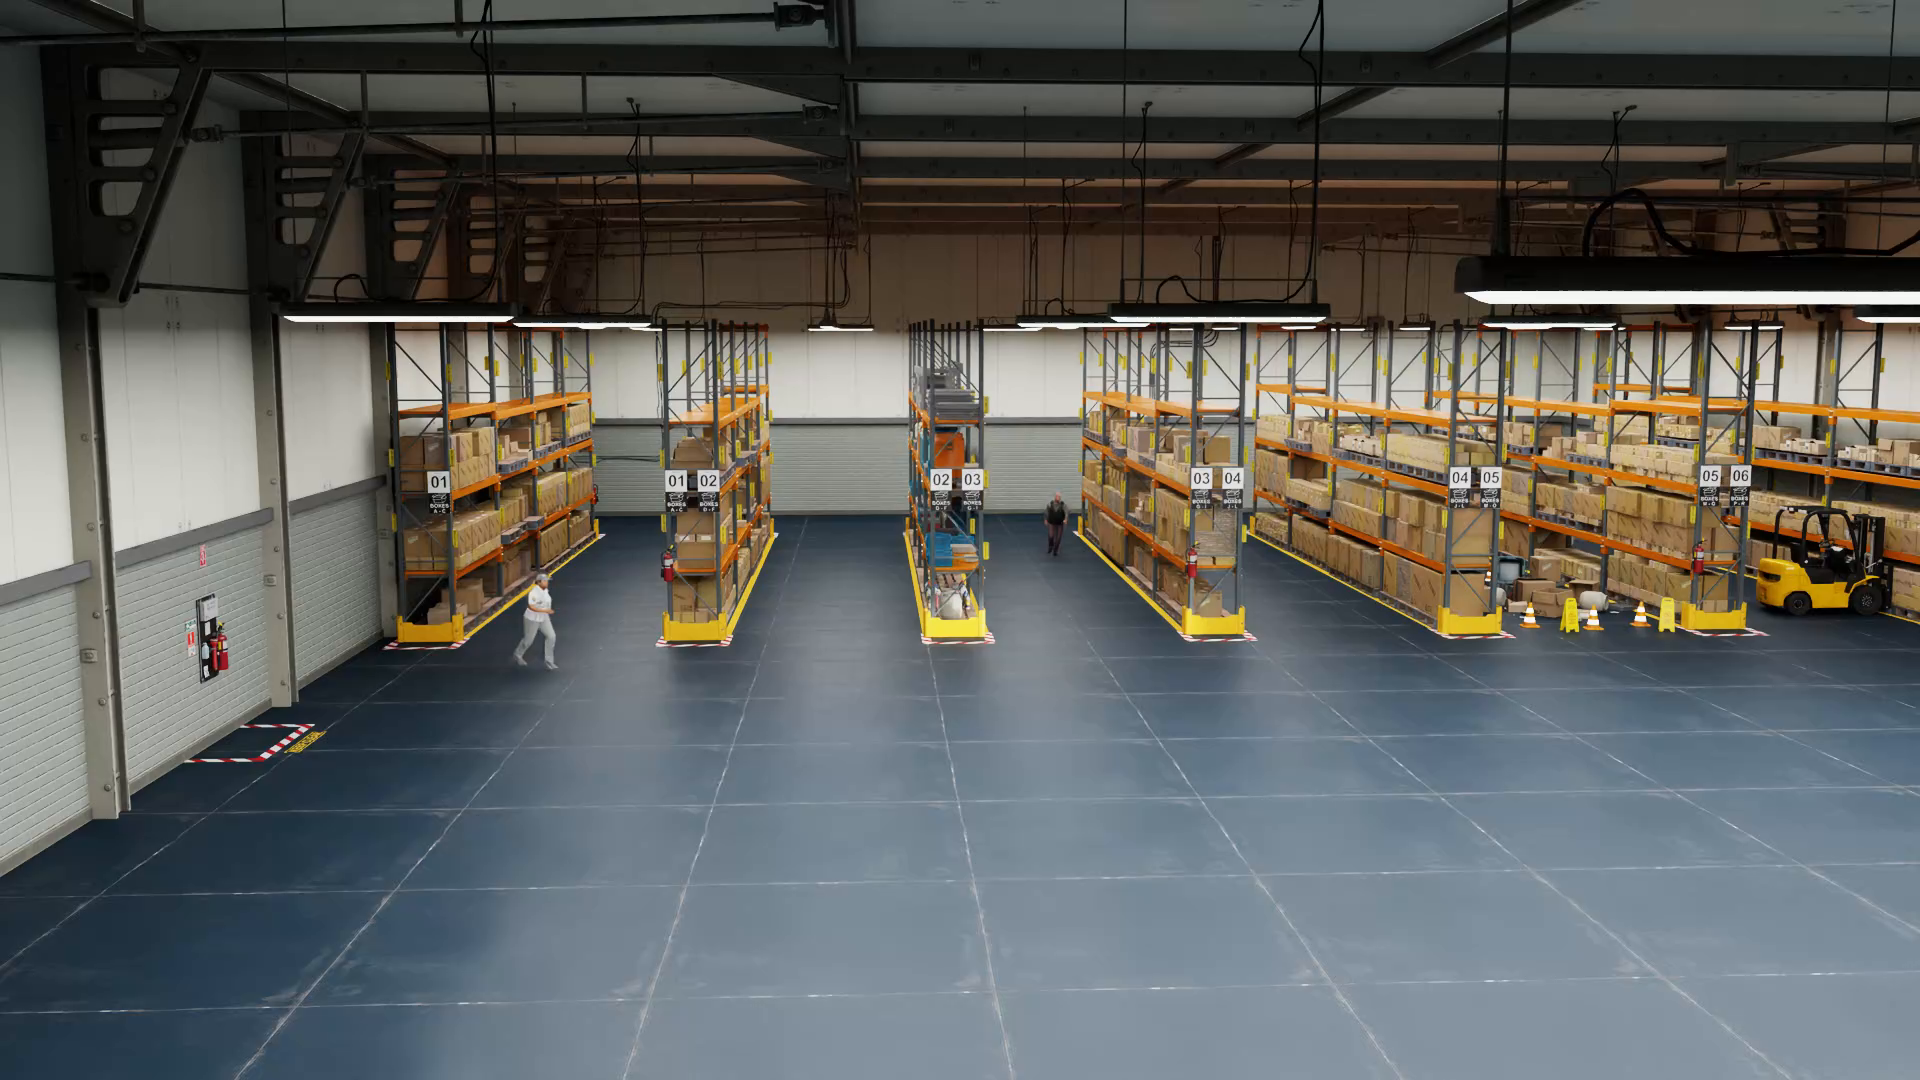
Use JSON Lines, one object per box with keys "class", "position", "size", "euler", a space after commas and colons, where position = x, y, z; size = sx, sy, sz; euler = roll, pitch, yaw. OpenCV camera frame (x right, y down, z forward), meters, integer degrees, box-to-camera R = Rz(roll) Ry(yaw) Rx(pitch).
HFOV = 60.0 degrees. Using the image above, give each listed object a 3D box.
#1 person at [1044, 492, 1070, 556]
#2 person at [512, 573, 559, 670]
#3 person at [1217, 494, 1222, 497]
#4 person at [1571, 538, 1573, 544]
{"class": "person", "position": [2.491, -0.401, 42.840], "size": [0.660, 1.675, 0.782], "euler": [0, 7, 2]}
{"class": "person", "position": [-7.315, 1.404, 28.569], "size": [0.890, 1.696, 0.617], "euler": [3, 8, 24]}
{"class": "person", "position": [7.659, -1.164, 48.936], "size": [0.793, 1.769, 0.732], "euler": [4, 8, 32]}
{"class": "person", "position": [16.245, -0.645, 44.987], "size": [0.597, 1.658, 0.943], "euler": [-3, 7, -19]}
